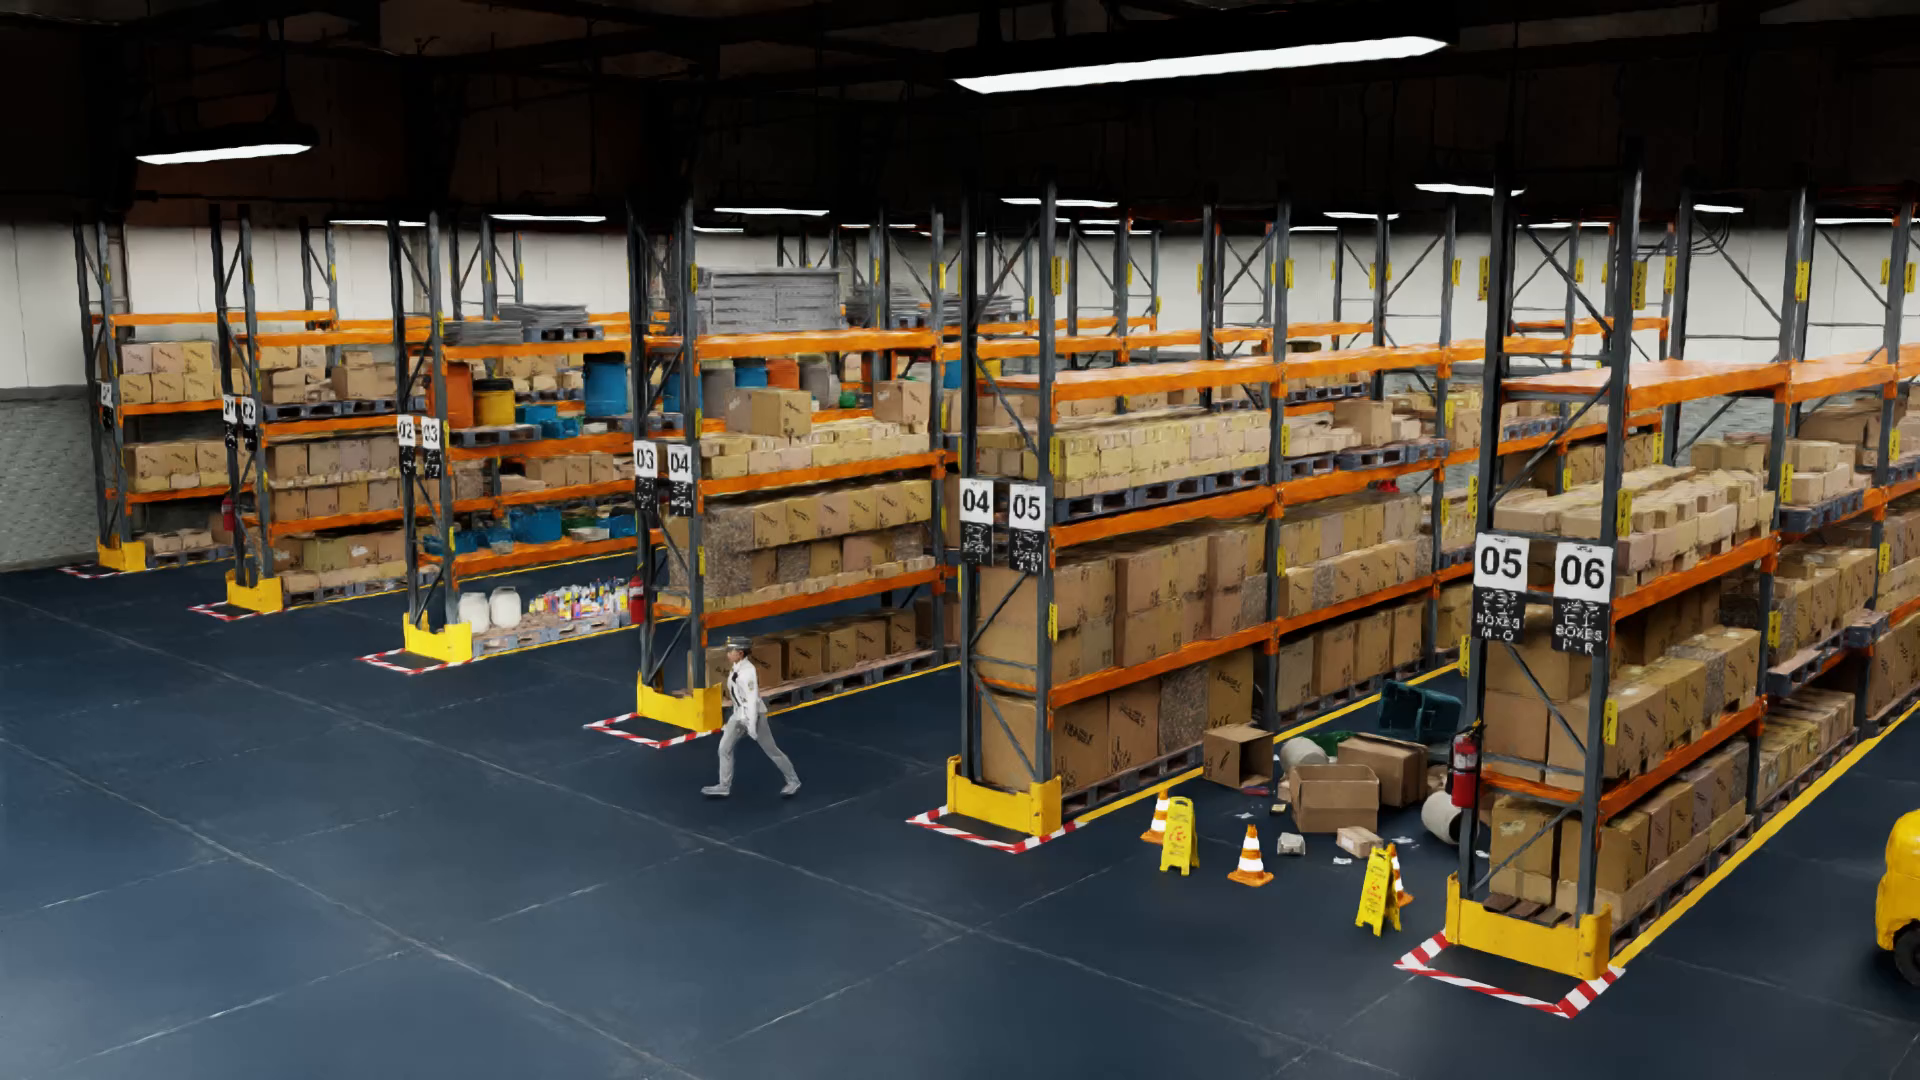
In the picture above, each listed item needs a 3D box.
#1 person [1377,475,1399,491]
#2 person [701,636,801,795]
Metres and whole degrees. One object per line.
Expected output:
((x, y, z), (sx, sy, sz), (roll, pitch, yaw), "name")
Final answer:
((7.290, -0.393, 28.347), (0.469, 1.726, 0.626), (9, 13, 42), "person")
((-2.030, 1.708, 16.165), (0.943, 1.608, 0.523), (-5, 11, -26), "person")
